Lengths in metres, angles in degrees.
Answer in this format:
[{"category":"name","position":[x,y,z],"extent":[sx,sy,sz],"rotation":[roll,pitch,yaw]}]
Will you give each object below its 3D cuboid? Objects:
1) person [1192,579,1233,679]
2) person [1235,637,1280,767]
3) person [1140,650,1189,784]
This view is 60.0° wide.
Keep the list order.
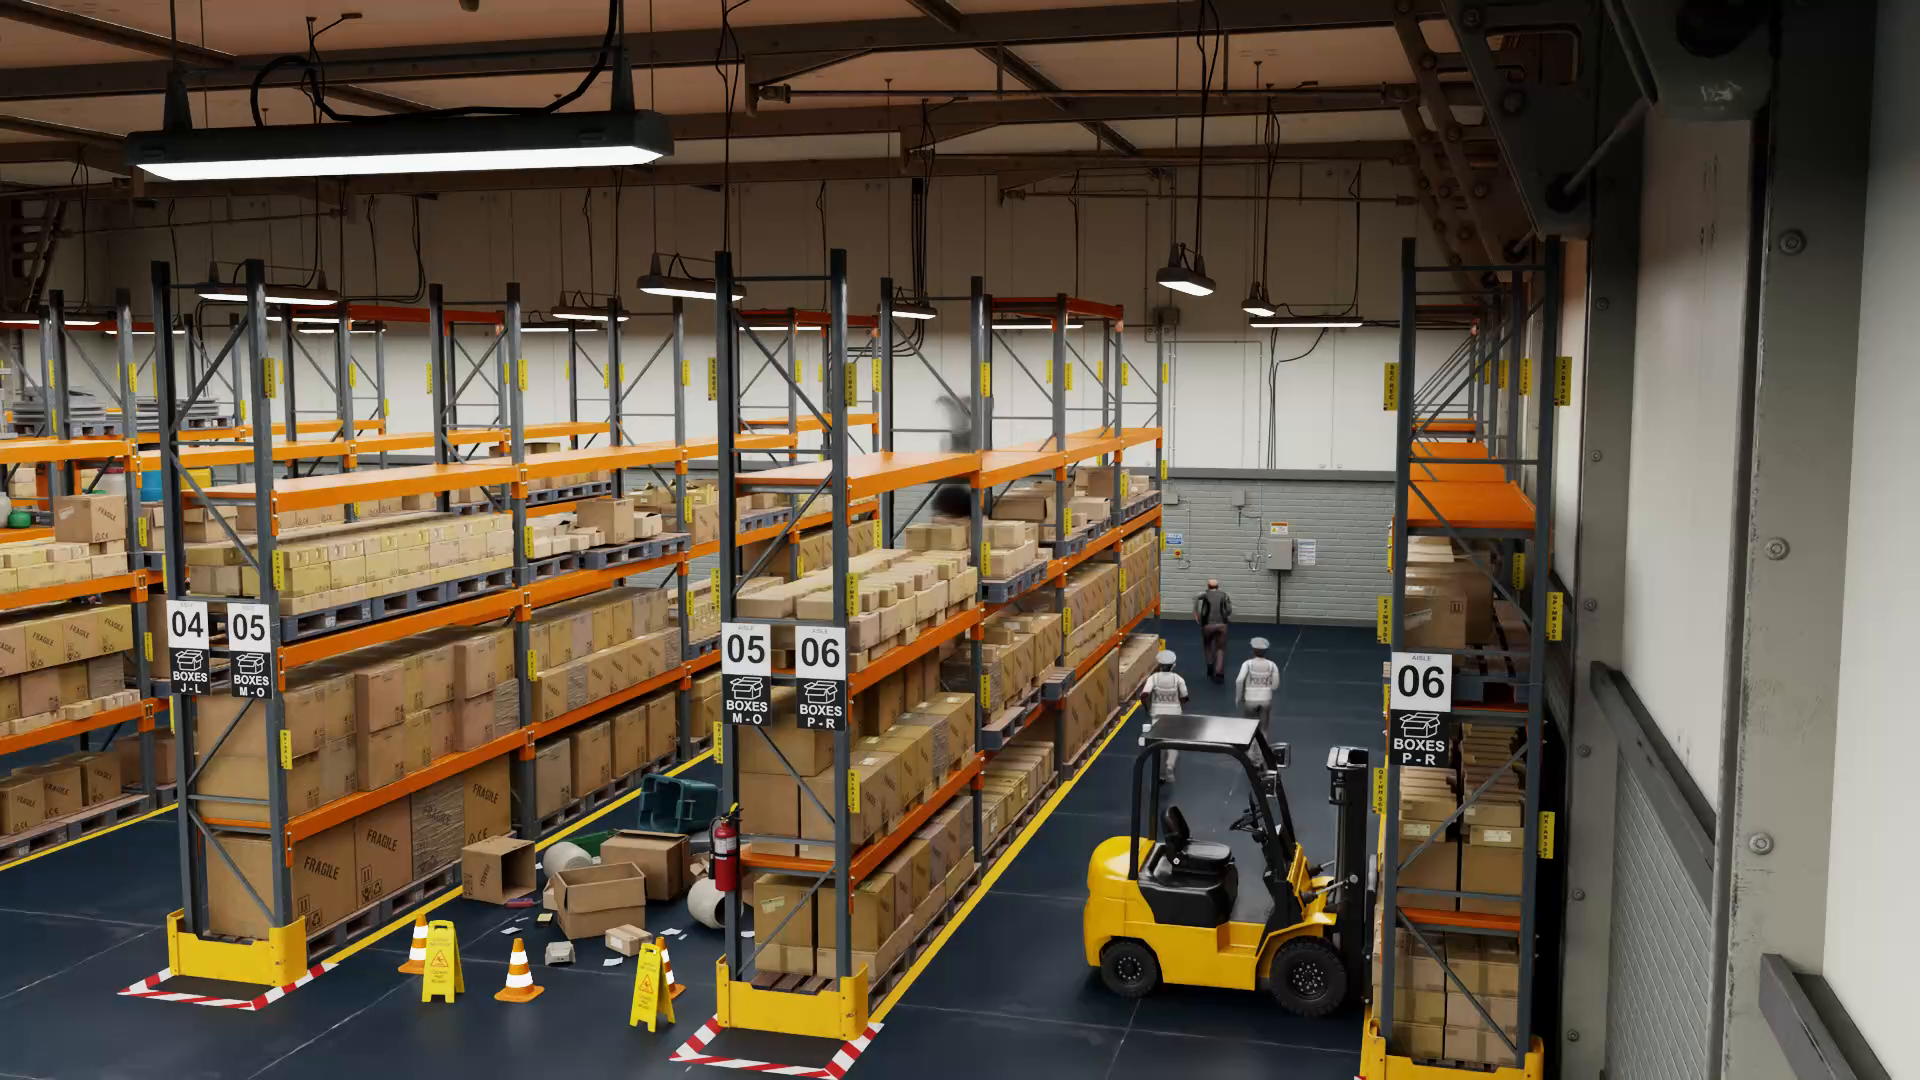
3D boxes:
[{"category":"person","position":[4.163,1.489,27.391],"extent":[0.689,1.638,0.977],"rotation":[0,6,1]},{"category":"person","position":[3.825,2.074,21.488],"extent":[0.592,1.646,0.625],"rotation":[0,6,2]},{"category":"person","position":[2.510,2.183,20.378],"extent":[0.587,1.681,0.837],"rotation":[1,6,11]}]
